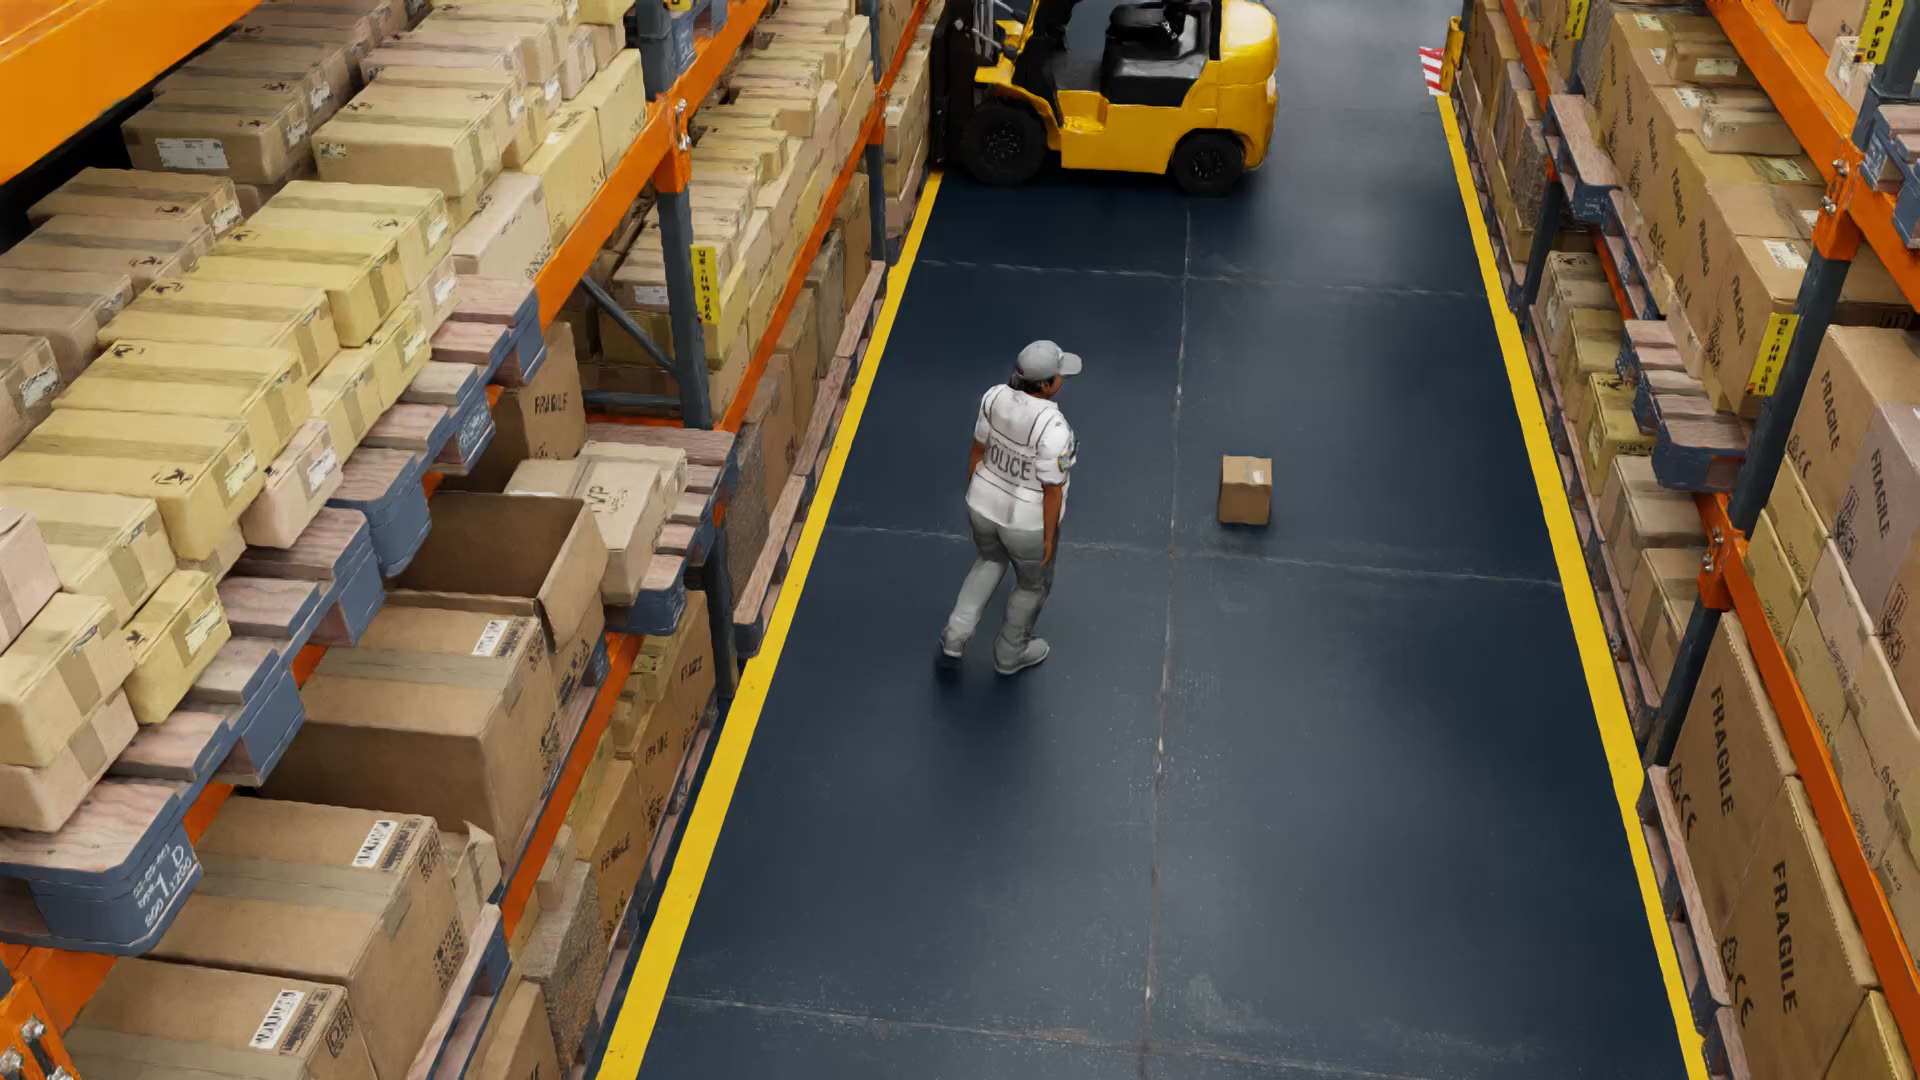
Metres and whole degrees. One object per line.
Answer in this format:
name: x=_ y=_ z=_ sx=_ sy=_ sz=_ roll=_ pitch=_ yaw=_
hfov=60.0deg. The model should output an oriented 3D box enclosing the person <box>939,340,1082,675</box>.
person: x=0.208 y=-0.106 z=7.181 sx=0.547 sy=1.655 sz=0.575 roll=30 pitch=46 yaw=34
